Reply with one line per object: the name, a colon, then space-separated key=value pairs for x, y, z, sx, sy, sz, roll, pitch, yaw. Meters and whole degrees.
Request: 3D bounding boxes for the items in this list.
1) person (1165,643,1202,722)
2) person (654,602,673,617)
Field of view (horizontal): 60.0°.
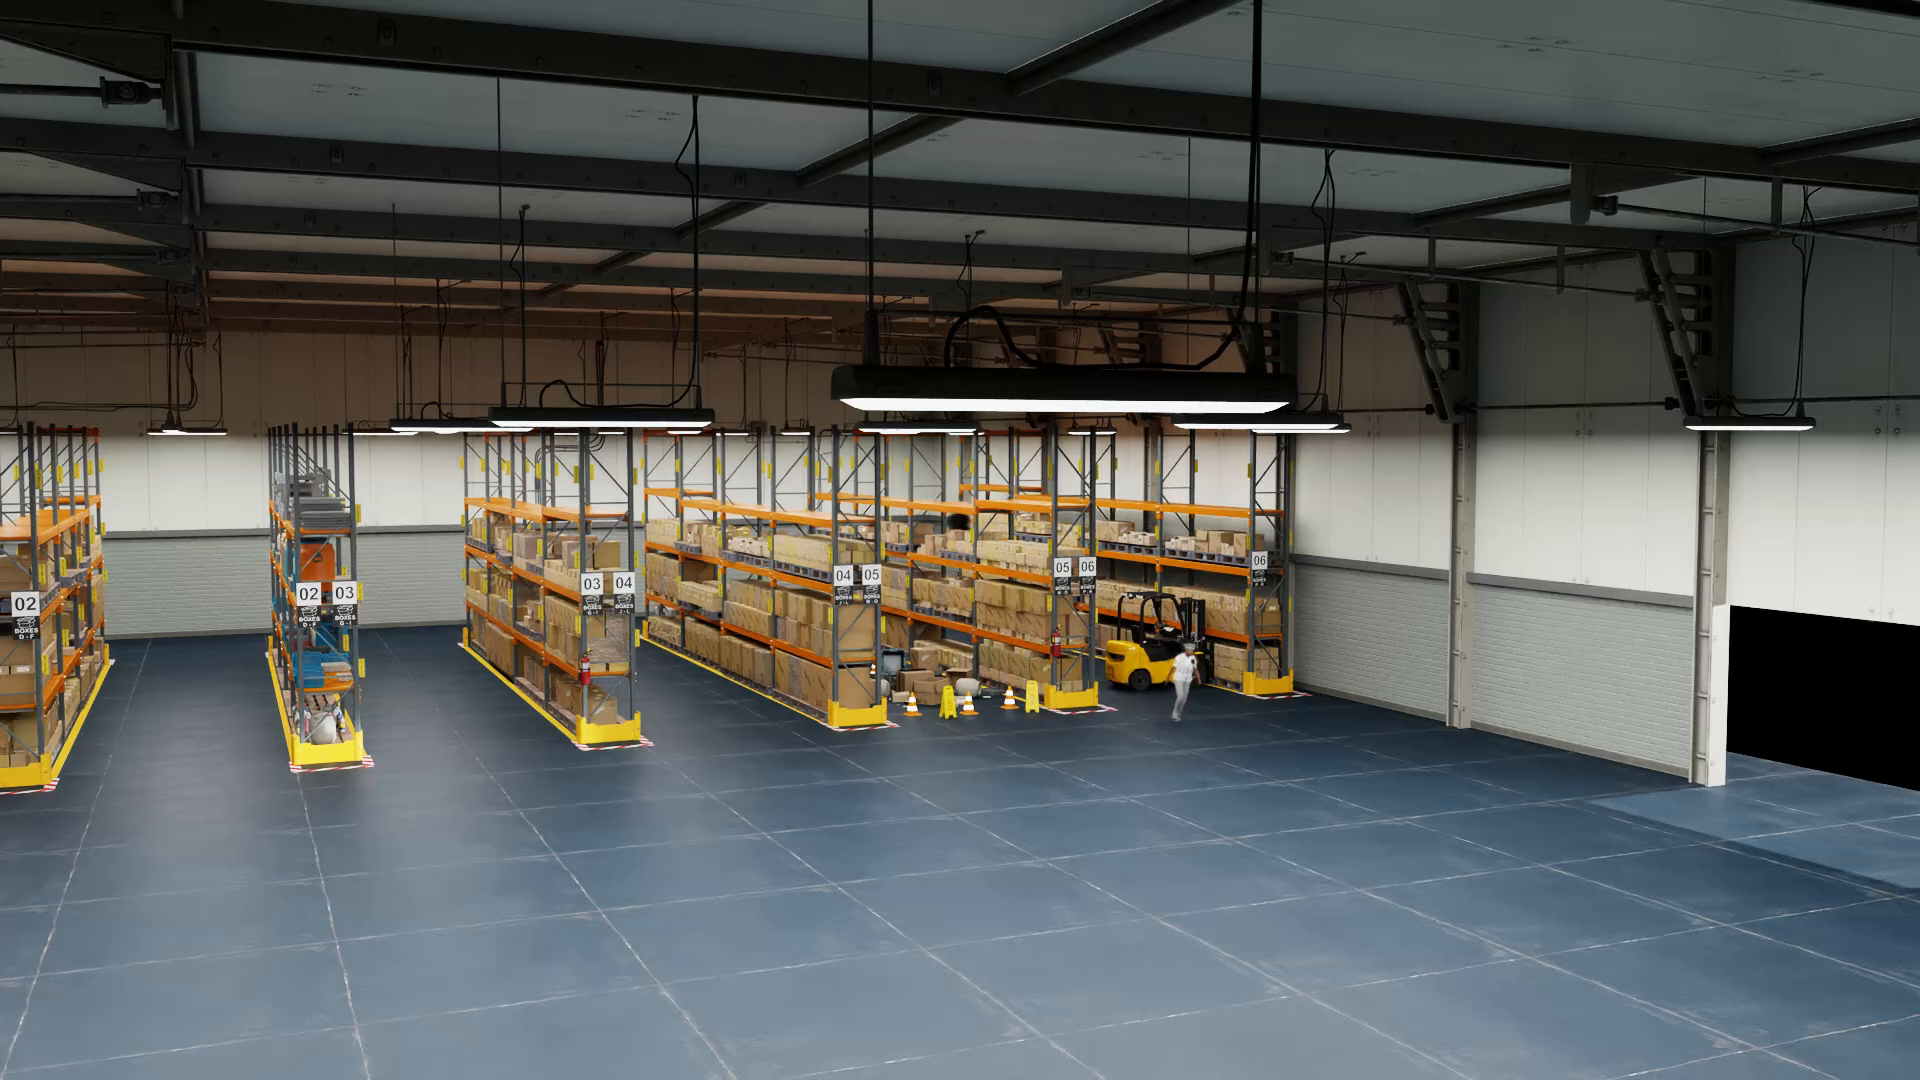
person: x=4.516 y=2.869 z=33.527 sx=0.561 sy=1.615 sz=0.695 roll=-2 pitch=4 yaw=-27
person: x=-8.666 y=1.854 z=49.055 sx=0.716 sy=1.737 sz=0.582 roll=3 pitch=4 yaw=38
